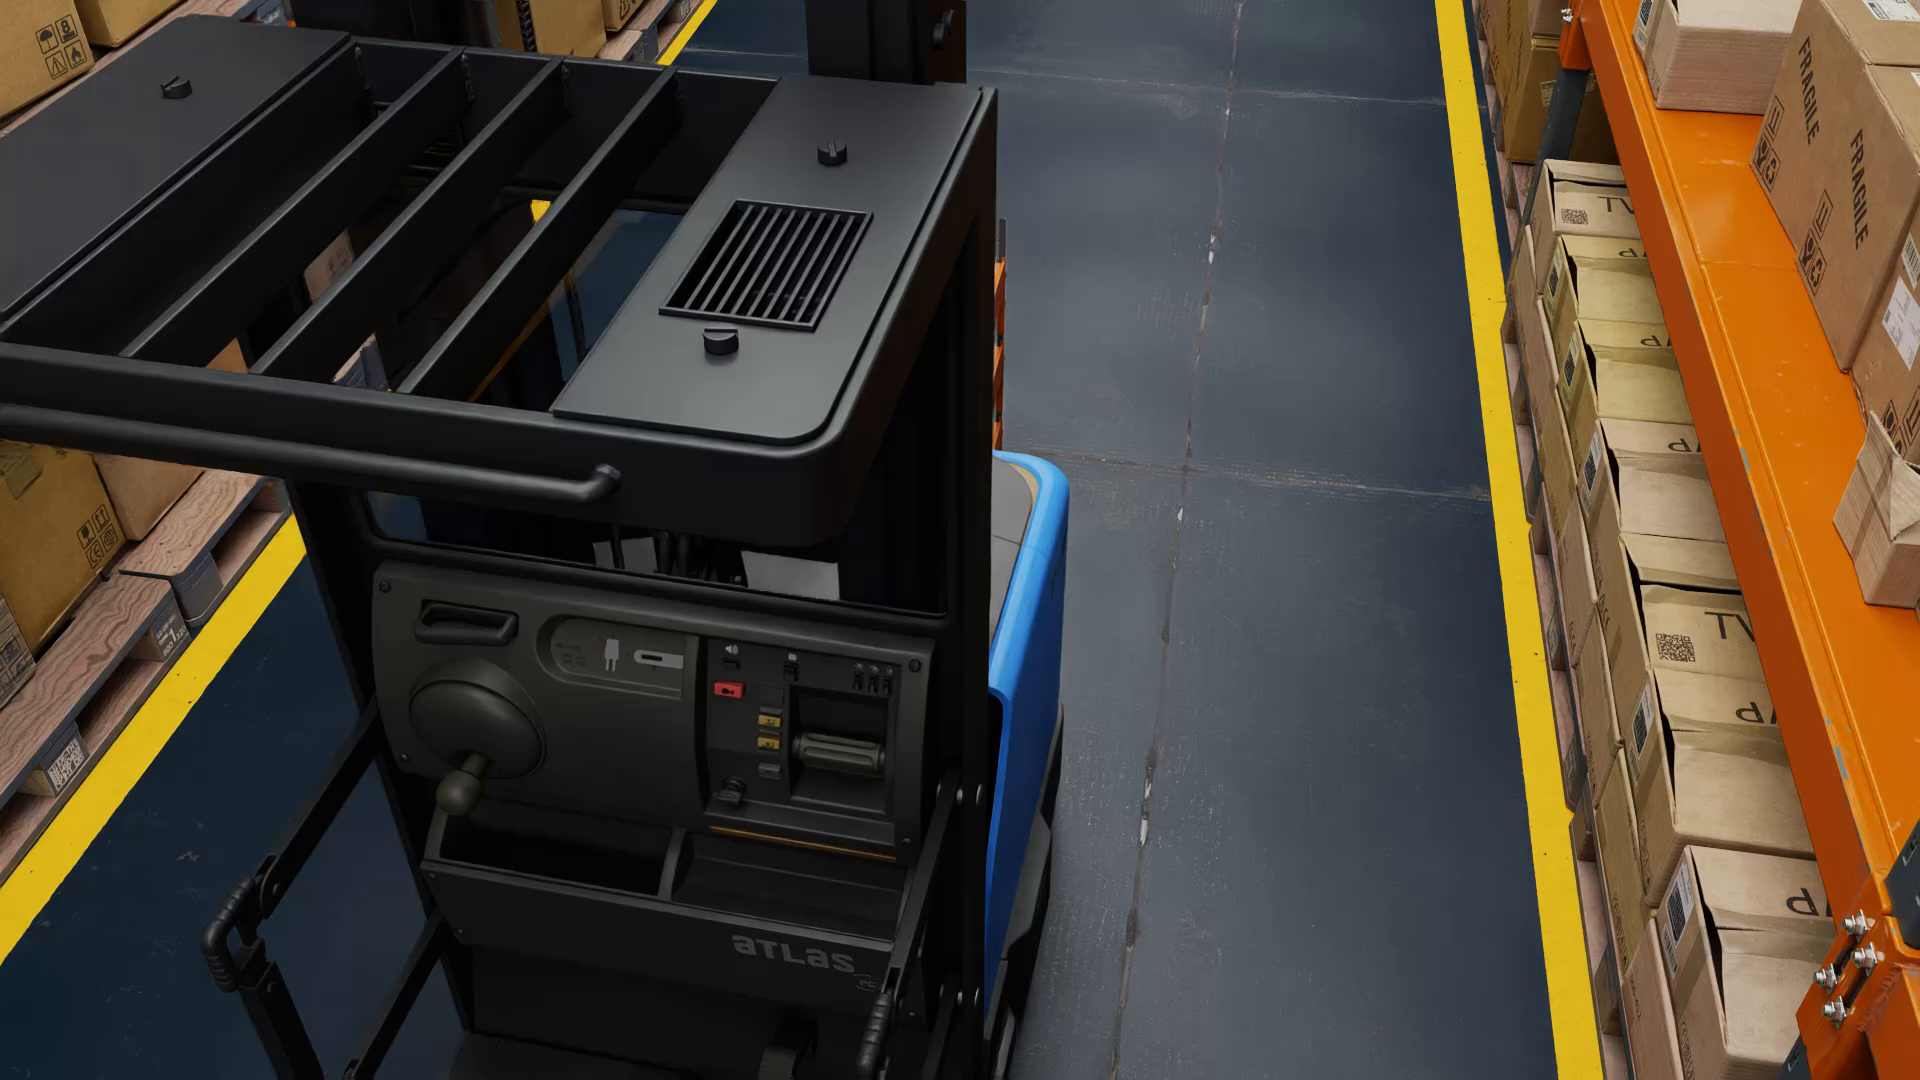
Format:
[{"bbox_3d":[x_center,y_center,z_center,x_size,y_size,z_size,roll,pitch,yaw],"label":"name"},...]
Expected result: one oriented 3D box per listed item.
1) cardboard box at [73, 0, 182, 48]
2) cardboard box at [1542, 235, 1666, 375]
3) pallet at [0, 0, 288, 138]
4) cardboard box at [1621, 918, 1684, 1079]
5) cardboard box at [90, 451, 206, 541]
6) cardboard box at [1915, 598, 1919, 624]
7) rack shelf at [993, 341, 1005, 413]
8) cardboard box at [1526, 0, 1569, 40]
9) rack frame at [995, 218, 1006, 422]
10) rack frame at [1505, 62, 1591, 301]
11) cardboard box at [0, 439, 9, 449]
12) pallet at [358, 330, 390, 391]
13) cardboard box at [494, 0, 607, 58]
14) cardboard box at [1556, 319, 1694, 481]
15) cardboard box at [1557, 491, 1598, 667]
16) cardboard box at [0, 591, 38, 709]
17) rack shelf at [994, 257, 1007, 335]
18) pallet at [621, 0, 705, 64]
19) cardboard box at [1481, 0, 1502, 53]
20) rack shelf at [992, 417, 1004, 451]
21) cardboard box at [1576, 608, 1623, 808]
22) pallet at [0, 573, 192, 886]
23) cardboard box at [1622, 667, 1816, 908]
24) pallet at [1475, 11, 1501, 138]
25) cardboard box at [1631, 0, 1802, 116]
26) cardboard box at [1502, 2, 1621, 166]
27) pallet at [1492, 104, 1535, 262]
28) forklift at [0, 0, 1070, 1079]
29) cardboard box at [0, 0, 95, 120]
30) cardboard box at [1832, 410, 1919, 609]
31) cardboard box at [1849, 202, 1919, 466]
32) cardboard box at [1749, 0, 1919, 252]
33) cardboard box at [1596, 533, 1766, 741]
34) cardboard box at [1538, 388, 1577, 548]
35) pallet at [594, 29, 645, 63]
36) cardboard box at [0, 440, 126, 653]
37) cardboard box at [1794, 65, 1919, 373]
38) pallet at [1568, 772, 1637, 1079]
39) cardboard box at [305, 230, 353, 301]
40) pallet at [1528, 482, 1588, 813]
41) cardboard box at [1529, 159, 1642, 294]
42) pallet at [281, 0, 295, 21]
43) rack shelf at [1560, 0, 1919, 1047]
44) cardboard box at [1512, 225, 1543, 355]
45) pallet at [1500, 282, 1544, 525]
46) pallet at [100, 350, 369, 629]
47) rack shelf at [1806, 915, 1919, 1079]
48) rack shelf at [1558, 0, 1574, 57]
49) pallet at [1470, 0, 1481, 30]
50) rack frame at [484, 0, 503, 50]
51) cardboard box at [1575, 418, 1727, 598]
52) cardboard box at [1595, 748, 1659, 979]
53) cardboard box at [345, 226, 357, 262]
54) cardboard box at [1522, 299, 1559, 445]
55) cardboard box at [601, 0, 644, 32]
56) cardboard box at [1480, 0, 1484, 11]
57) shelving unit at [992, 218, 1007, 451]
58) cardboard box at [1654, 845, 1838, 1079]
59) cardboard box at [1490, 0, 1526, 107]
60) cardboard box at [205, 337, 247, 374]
[{"bbox_3d":[-2.559,-1.704,4.534,0.700,0.500,0.500,6,40,8],"label":"cardboard box"},{"bbox_3d":[2.124,-0.724,5.160,0.500,0.311,0.500,5,40,7],"label":"cardboard box"},{"bbox_3d":[-2.596,-1.256,4.565,1.003,0.211,1.213,6,40,8],"label":"pallet"},{"bbox_3d":[1.680,1.083,3.414,0.500,0.250,0.500,6,40,7],"label":"cardboard box"},{"bbox_3d":[-2.707,-0.382,4.974,0.700,0.500,0.500,7,40,8],"label":"cardboard box"},{"bbox_3d":[1.936,0.222,2.746,0.500,0.250,0.500,9,40,10],"label":"cardboard box"},{"bbox_3d":[0.009,-0.430,4.963,0.215,0.259,0.240,6,40,8],"label":"rack shelf"},{"bbox_3d":[2.522,-2.177,6.557,0.500,0.250,0.500,8,40,9],"label":"cardboard box"},{"bbox_3d":[0.030,-0.515,5.049,0.200,1.050,0.008,6,40,8],"label":"rack frame"},{"bbox_3d":[2.586,-2.033,5.355,1.000,3.000,0.127,6,40,8],"label":"rack frame"},{"bbox_3d":[-2.802,-0.302,4.289,0.500,0.250,0.500,6,40,7],"label":"cardboard box"},{"bbox_3d":[-2.430,-1.012,6.308,1.003,0.211,1.213,6,40,8],"label":"pallet"},{"bbox_3d":[-2.037,-2.357,7.104,0.750,0.750,0.750,6,40,7],"label":"cardboard box"},{"bbox_3d":[2.033,-0.404,4.773,0.500,0.311,0.500,5,40,6],"label":"cardboard box"},{"bbox_3d":[1.947,0.126,4.572,0.500,0.250,0.500,7,40,9],"label":"cardboard box"},{"bbox_3d":[-2.875,0.264,4.193,0.700,0.500,0.500,8,40,9],"label":"cardboard box"},{"bbox_3d":[0.009,-0.649,4.782,0.215,0.259,0.240,6,40,8],"label":"rack shelf"},{"bbox_3d":[-1.869,-2.752,8.413,1.003,0.211,1.213,6,40,8],"label":"pallet"},{"bbox_3d":[2.691,-2.507,7.544,0.500,0.500,0.500,5,40,6],"label":"cardboard box"},{"bbox_3d":[0.009,-0.216,5.140,0.215,0.259,0.240,6,40,8],"label":"rack shelf"},{"bbox_3d":[1.858,0.445,4.186,0.500,0.250,0.500,7,40,9],"label":"cardboard box"},{"bbox_3d":[-2.852,0.520,4.456,1.003,0.211,1.213,6,40,8],"label":"pallet"},{"bbox_3d":[1.766,0.546,3.623,0.500,0.311,0.500,7,40,9],"label":"cardboard box"},{"bbox_3d":[2.966,-2.186,7.728,1.003,0.211,1.213,6,40,8],"label":"pallet"},{"bbox_3d":[2.241,-1.458,4.730,0.500,0.311,0.500,6,40,7],"label":"cardboard box"},{"bbox_3d":[2.517,-1.852,6.752,0.500,0.500,0.500,8,40,9],"label":"cardboard box"},{"bbox_3d":[2.753,-1.422,6.805,1.003,0.211,1.213,6,40,8],"label":"pallet"},{"bbox_3d":[-0.547,0.363,2.511,1.130,2.935,3.031,8,40,9],"label":"forklift"},{"bbox_3d":[-2.677,-1.357,4.113,0.700,0.500,0.500,12,41,14],"label":"cardboard box"},{"bbox_3d":[1.865,-0.043,3.053,0.396,0.266,0.258,5,40,7],"label":"cardboard box"},{"bbox_3d":[2.134,-0.372,3.267,0.500,0.500,0.500,9,40,11],"label":"cardboard box"},{"bbox_3d":[2.312,-1.016,4.047,0.500,0.500,0.500,4,40,5],"label":"cardboard box"},{"bbox_3d":[1.854,0.233,4.002,0.500,0.311,0.500,6,40,8],"label":"cardboard box"},{"bbox_3d":[2.036,-0.196,4.961,0.500,0.250,0.500,5,40,6],"label":"cardboard box"},{"bbox_3d":[-2.083,-1.988,7.489,1.003,0.211,1.213,6,40,8],"label":"pallet"},{"bbox_3d":[-2.835,-0.066,4.592,0.700,0.500,0.500,6,40,7],"label":"cardboard box"},{"bbox_3d":[2.221,-0.686,3.647,0.500,0.500,0.500,6,40,8],"label":"cardboard box"},{"bbox_3d":[1.983,1.086,3.771,1.003,0.211,1.213,6,40,8],"label":"pallet"},{"bbox_3d":[-2.570,-1.015,5.740,0.700,0.500,0.500,6,40,8],"label":"cardboard box"},{"bbox_3d":[2.192,0.318,4.700,1.003,0.211,1.213,6,40,8],"label":"pallet"},{"bbox_3d":[2.206,-1.055,5.560,0.500,0.311,0.500,8,40,9],"label":"cardboard box"},{"bbox_3d":[-2.312,-2.044,5.518,1.213,0.211,1.003,6,40,8],"label":"pallet"},{"bbox_3d":[2.240,-0.500,4.066,1.077,0.370,4.000,6,40,8],"label":"rack shelf"},{"bbox_3d":[2.206,-0.839,5.739,0.500,0.250,0.500,6,40,8],"label":"cardboard box"},{"bbox_3d":[2.405,-0.446,5.623,1.003,0.211,1.213,6,40,8],"label":"pallet"},{"bbox_3d":[-2.644,-0.248,5.385,1.003,0.211,1.213,6,40,8],"label":"pallet"},{"bbox_3d":[1.548,2.010,1.029,1.077,0.370,4.000,6,40,8],"label":"rack shelf"},{"bbox_3d":[2.932,-3.011,7.102,1.077,0.370,4.000,6,40,8],"label":"rack shelf"},{"bbox_3d":[3.175,-2.954,8.657,1.003,0.211,1.213,6,40,8],"label":"pallet"},{"bbox_3d":[-2.293,-2.577,6.012,1.000,3.000,0.127,6,40,8],"label":"rack frame"},{"bbox_3d":[1.945,-0.082,4.383,0.500,0.311,0.500,6,40,7],"label":"cardboard box"},{"bbox_3d":[1.770,0.766,3.798,0.500,0.250,0.500,6,40,7],"label":"cardboard box"},{"bbox_3d":[-2.367,-1.325,6.115,0.700,0.500,0.500,7,40,8],"label":"cardboard box"},{"bbox_3d":[2.120,-0.523,5.357,0.500,0.250,0.500,5,40,6],"label":"cardboard box"},{"bbox_3d":[-1.879,-2.906,7.768,0.750,0.750,0.750,6,40,7],"label":"cardboard box"},{"bbox_3d":[2.779,-2.824,7.928,0.500,0.500,0.500,7,40,8],"label":"cardboard box"},{"bbox_3d":[0.009,-0.438,4.956,0.215,1.050,0.252,6,40,8],"label":"shelving unit"},{"bbox_3d":[1.682,0.874,3.228,0.500,0.311,0.500,6,40,8],"label":"cardboard box"},{"bbox_3d":[2.607,-2.177,7.145,0.500,0.500,0.500,5,40,6],"label":"cardboard box"},{"bbox_3d":[-2.628,-0.700,5.359,0.700,0.500,0.500,6,40,7],"label":"cardboard box"}]
